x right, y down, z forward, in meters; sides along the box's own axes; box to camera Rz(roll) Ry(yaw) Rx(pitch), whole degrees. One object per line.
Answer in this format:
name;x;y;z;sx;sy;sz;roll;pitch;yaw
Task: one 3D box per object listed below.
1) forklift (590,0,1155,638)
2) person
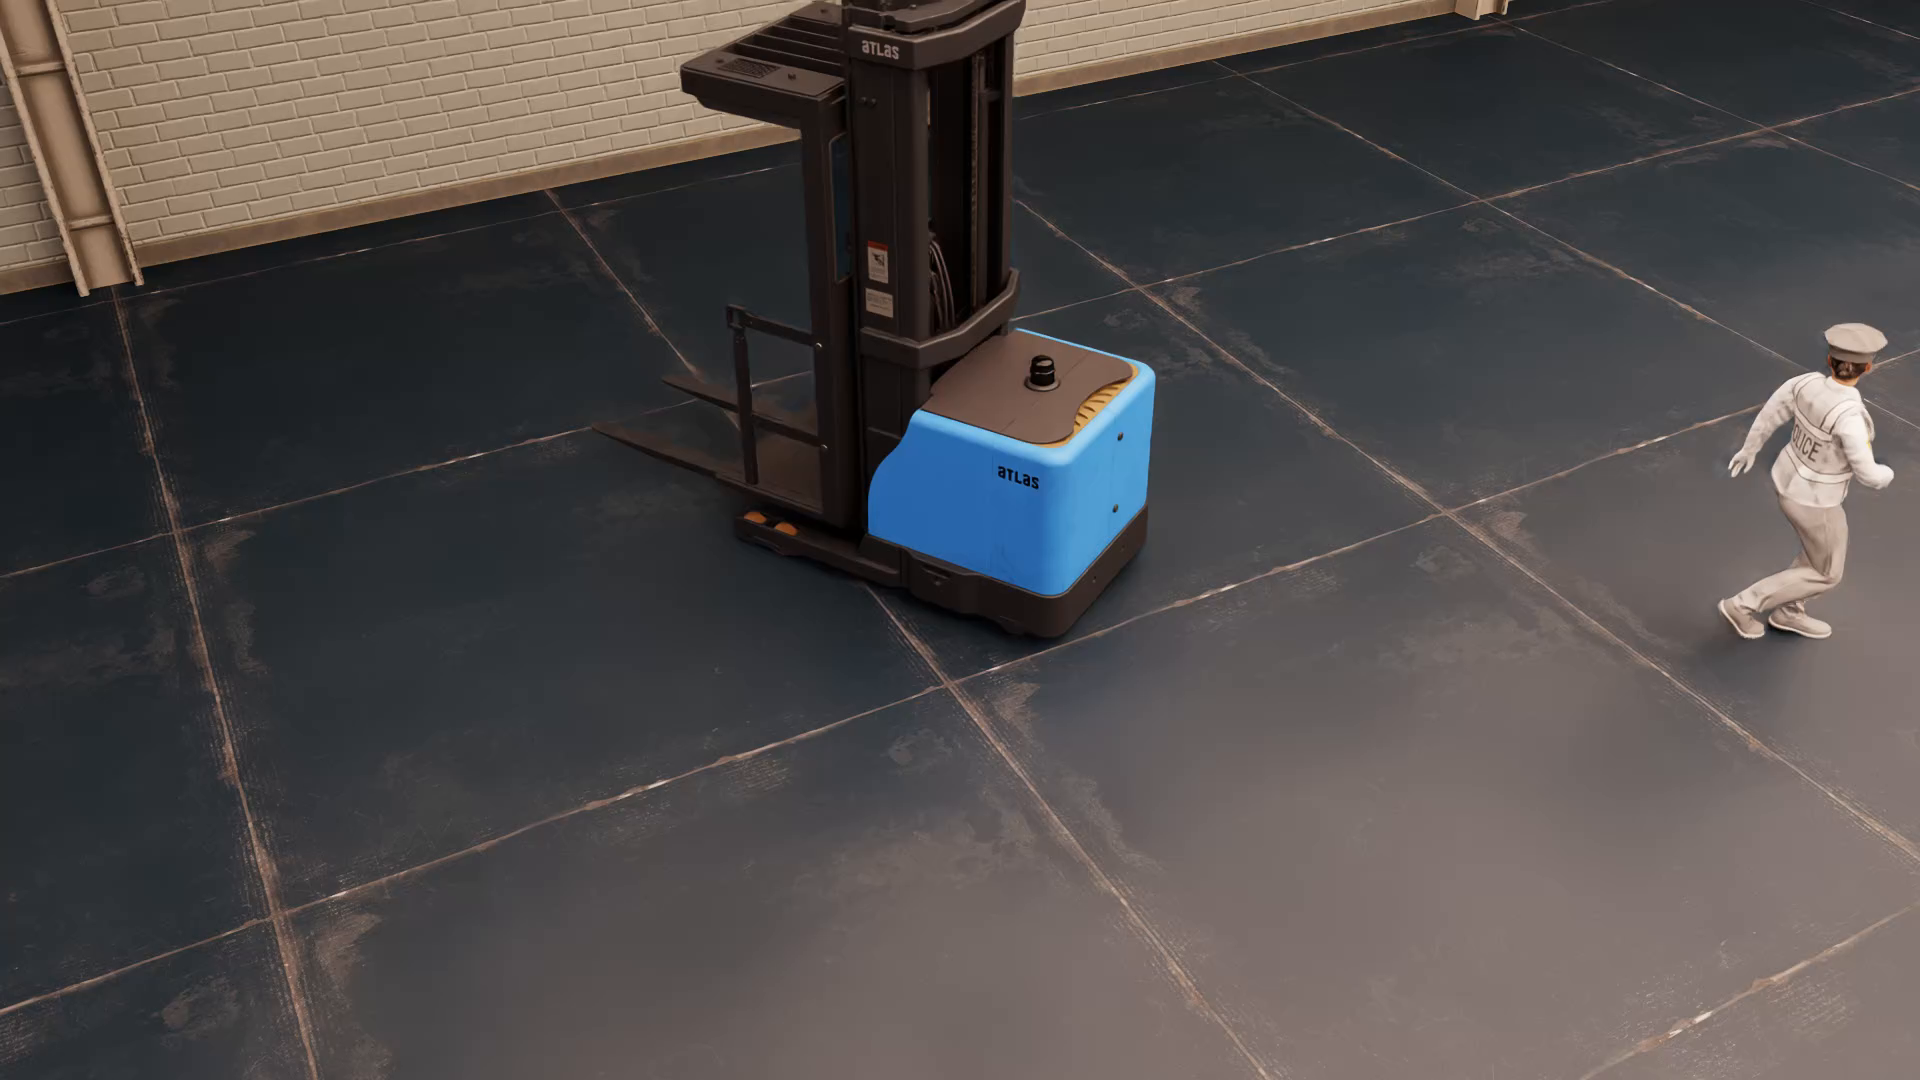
forklift;-0.575;-1.360;8.048;3.031;2.935;1.130;19;39;25
person;3.910;-0.239;7.620;0.613;1.605;0.605;4;35;6
